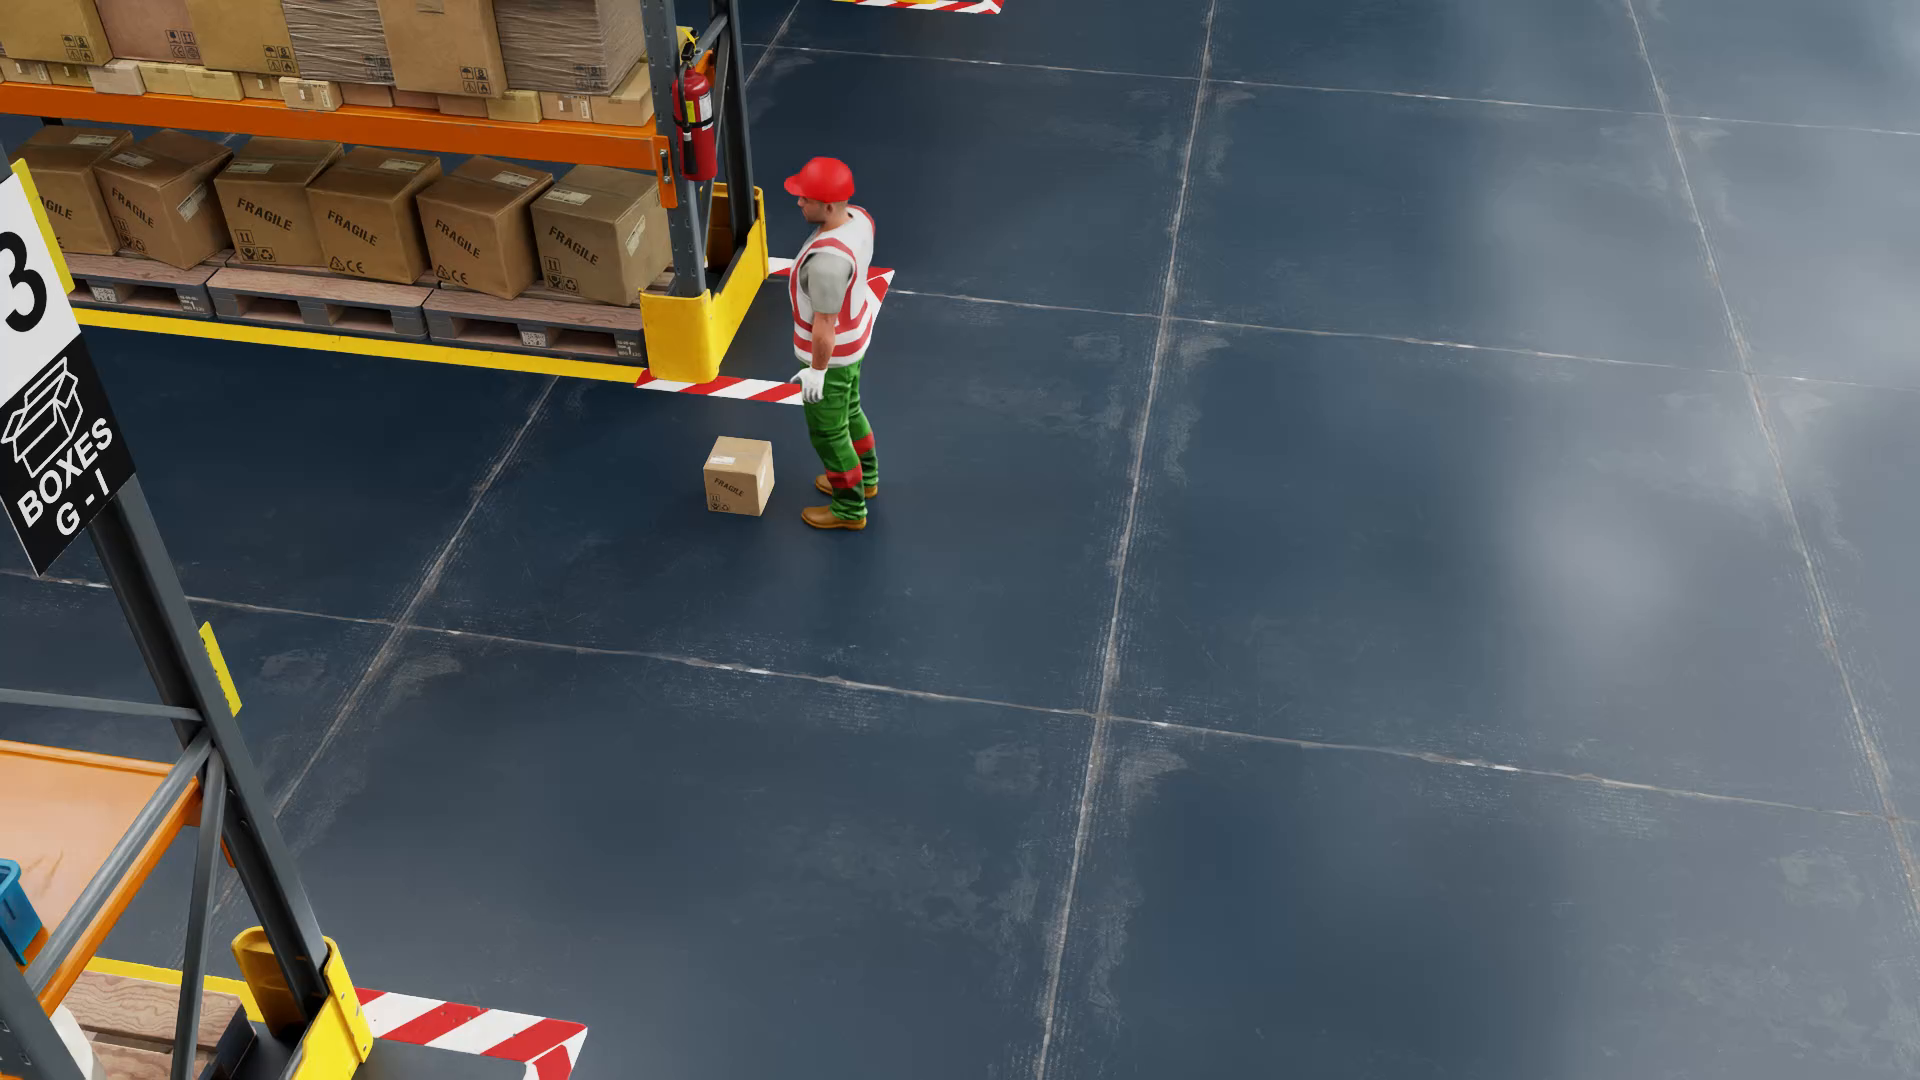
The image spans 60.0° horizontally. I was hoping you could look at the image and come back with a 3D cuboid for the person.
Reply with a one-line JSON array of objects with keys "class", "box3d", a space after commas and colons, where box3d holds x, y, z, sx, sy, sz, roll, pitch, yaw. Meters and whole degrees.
[{"class": "person", "box3d": [-0.542, -0.822, 7.114, 0.343, 1.783, 0.525, 7, 41, 9]}]
